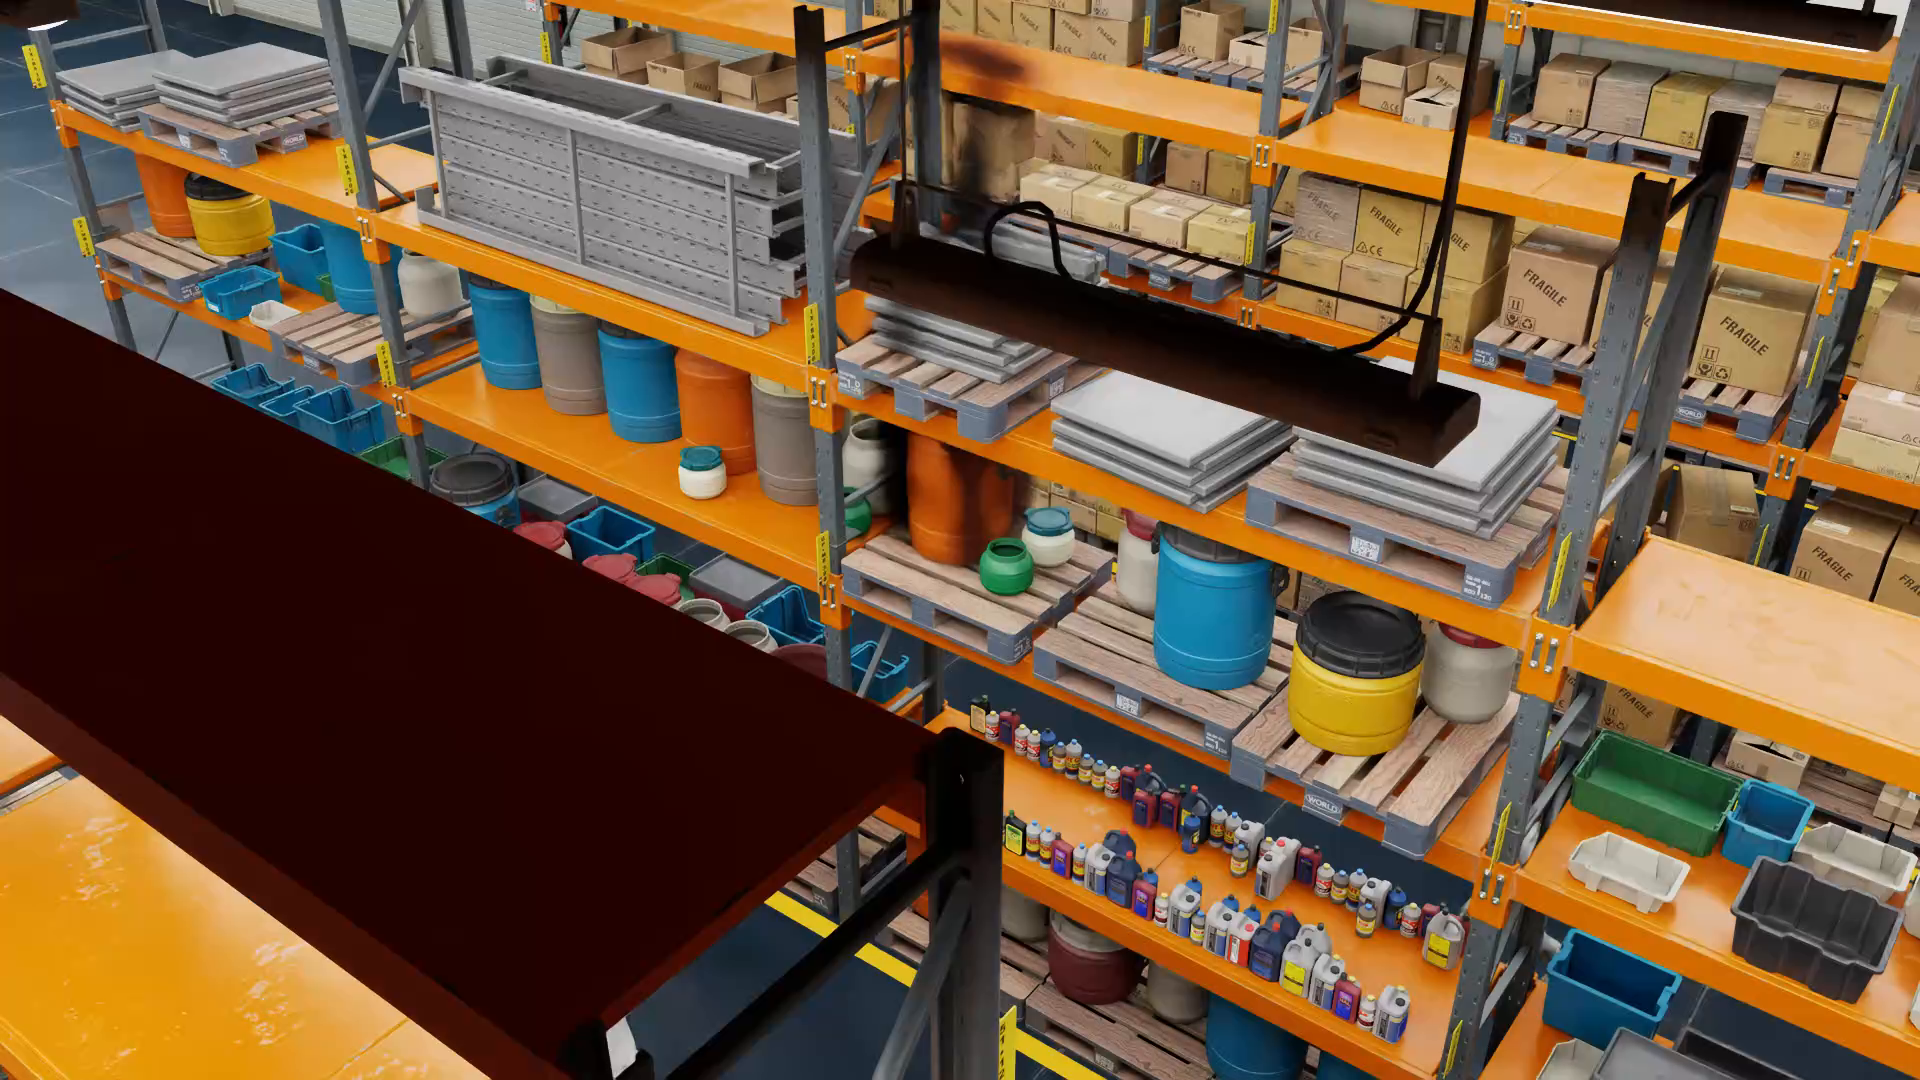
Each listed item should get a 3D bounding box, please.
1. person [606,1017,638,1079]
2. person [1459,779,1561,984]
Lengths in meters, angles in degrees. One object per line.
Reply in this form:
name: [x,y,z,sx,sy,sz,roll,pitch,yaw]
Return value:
person: [-1.899,2.834,8.938,0.925,1.789,0.733,13,34,20]
person: [3.454,2.136,10.204,0.875,1.647,0.553,18,36,27]
